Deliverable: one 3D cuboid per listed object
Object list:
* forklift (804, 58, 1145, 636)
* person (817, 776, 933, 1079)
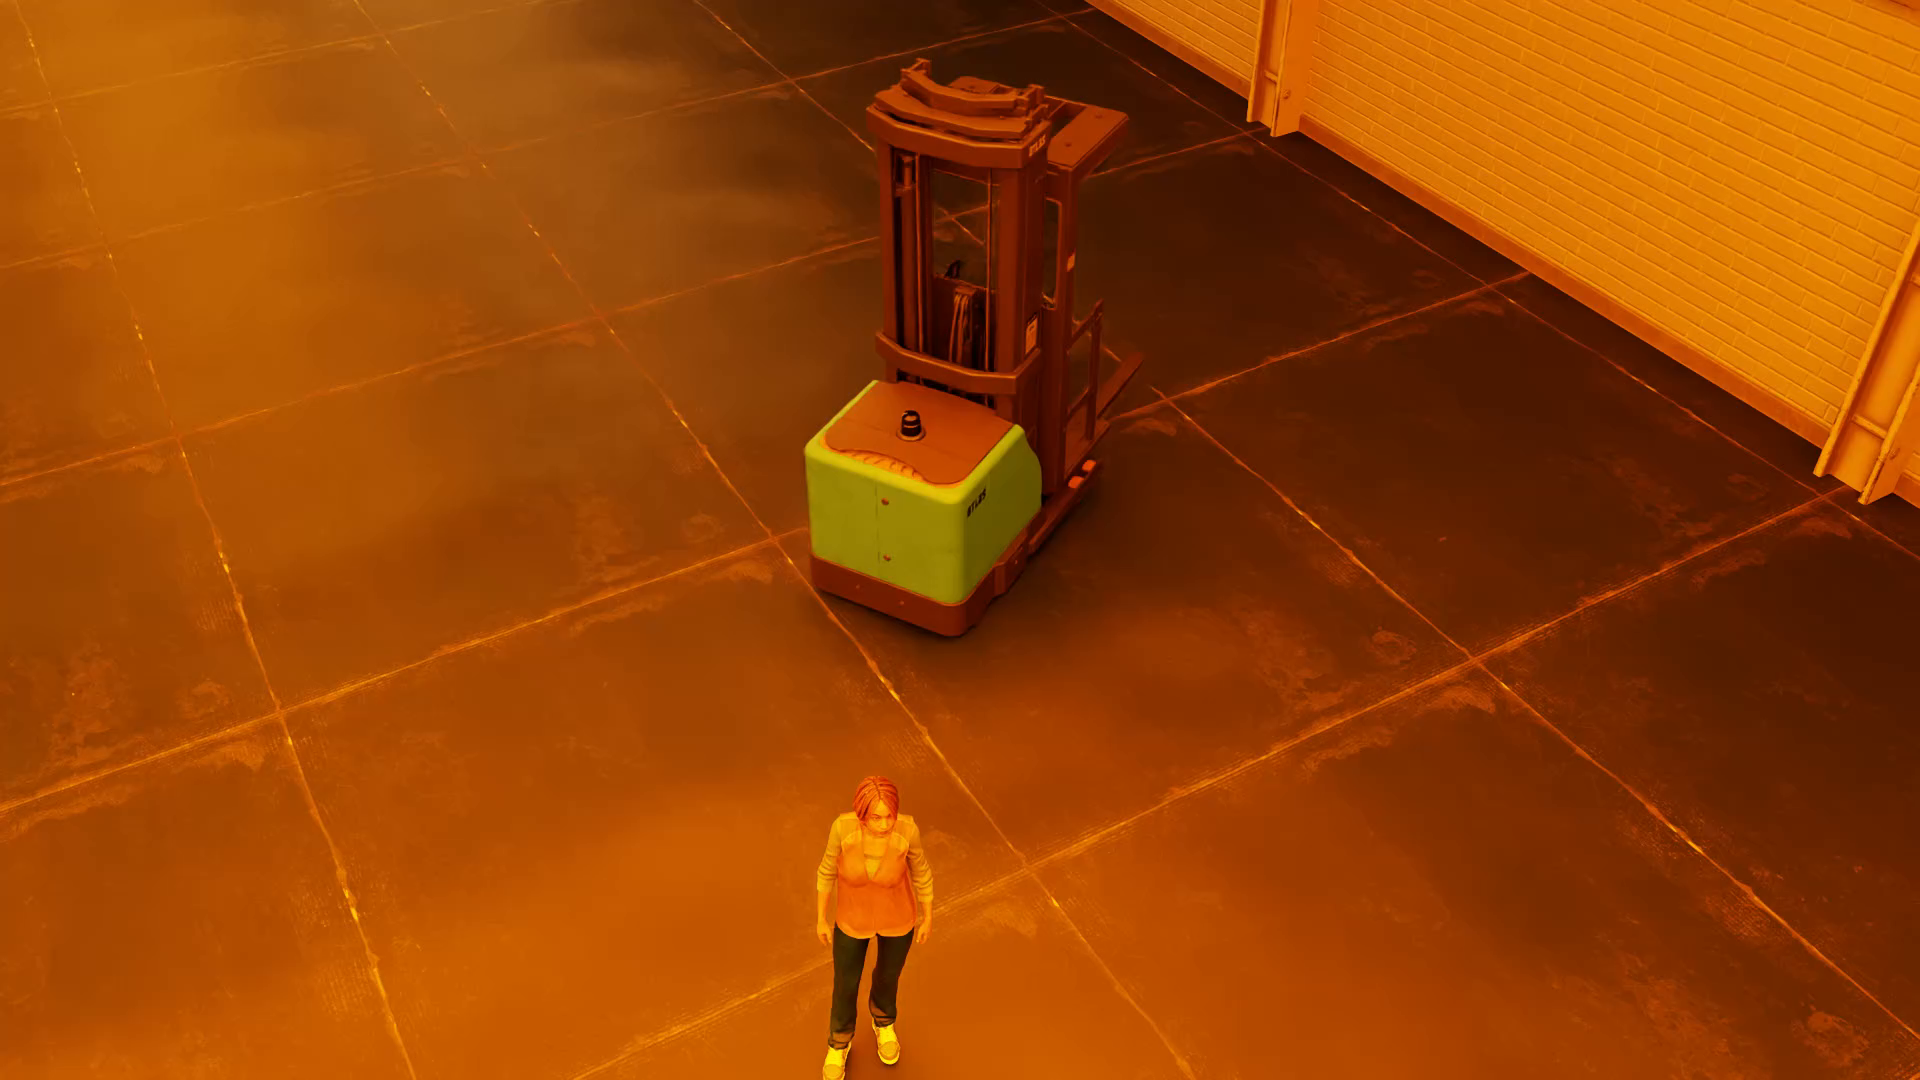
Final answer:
[{"bbox_3d":[0.262,-1.501,9.846,1.130,2.935,3.031,19,43,22],"label":"forklift"},{"bbox_3d":[-0.366,1.666,7.061,0.520,1.597,0.475,-3,40,-3],"label":"person"}]
